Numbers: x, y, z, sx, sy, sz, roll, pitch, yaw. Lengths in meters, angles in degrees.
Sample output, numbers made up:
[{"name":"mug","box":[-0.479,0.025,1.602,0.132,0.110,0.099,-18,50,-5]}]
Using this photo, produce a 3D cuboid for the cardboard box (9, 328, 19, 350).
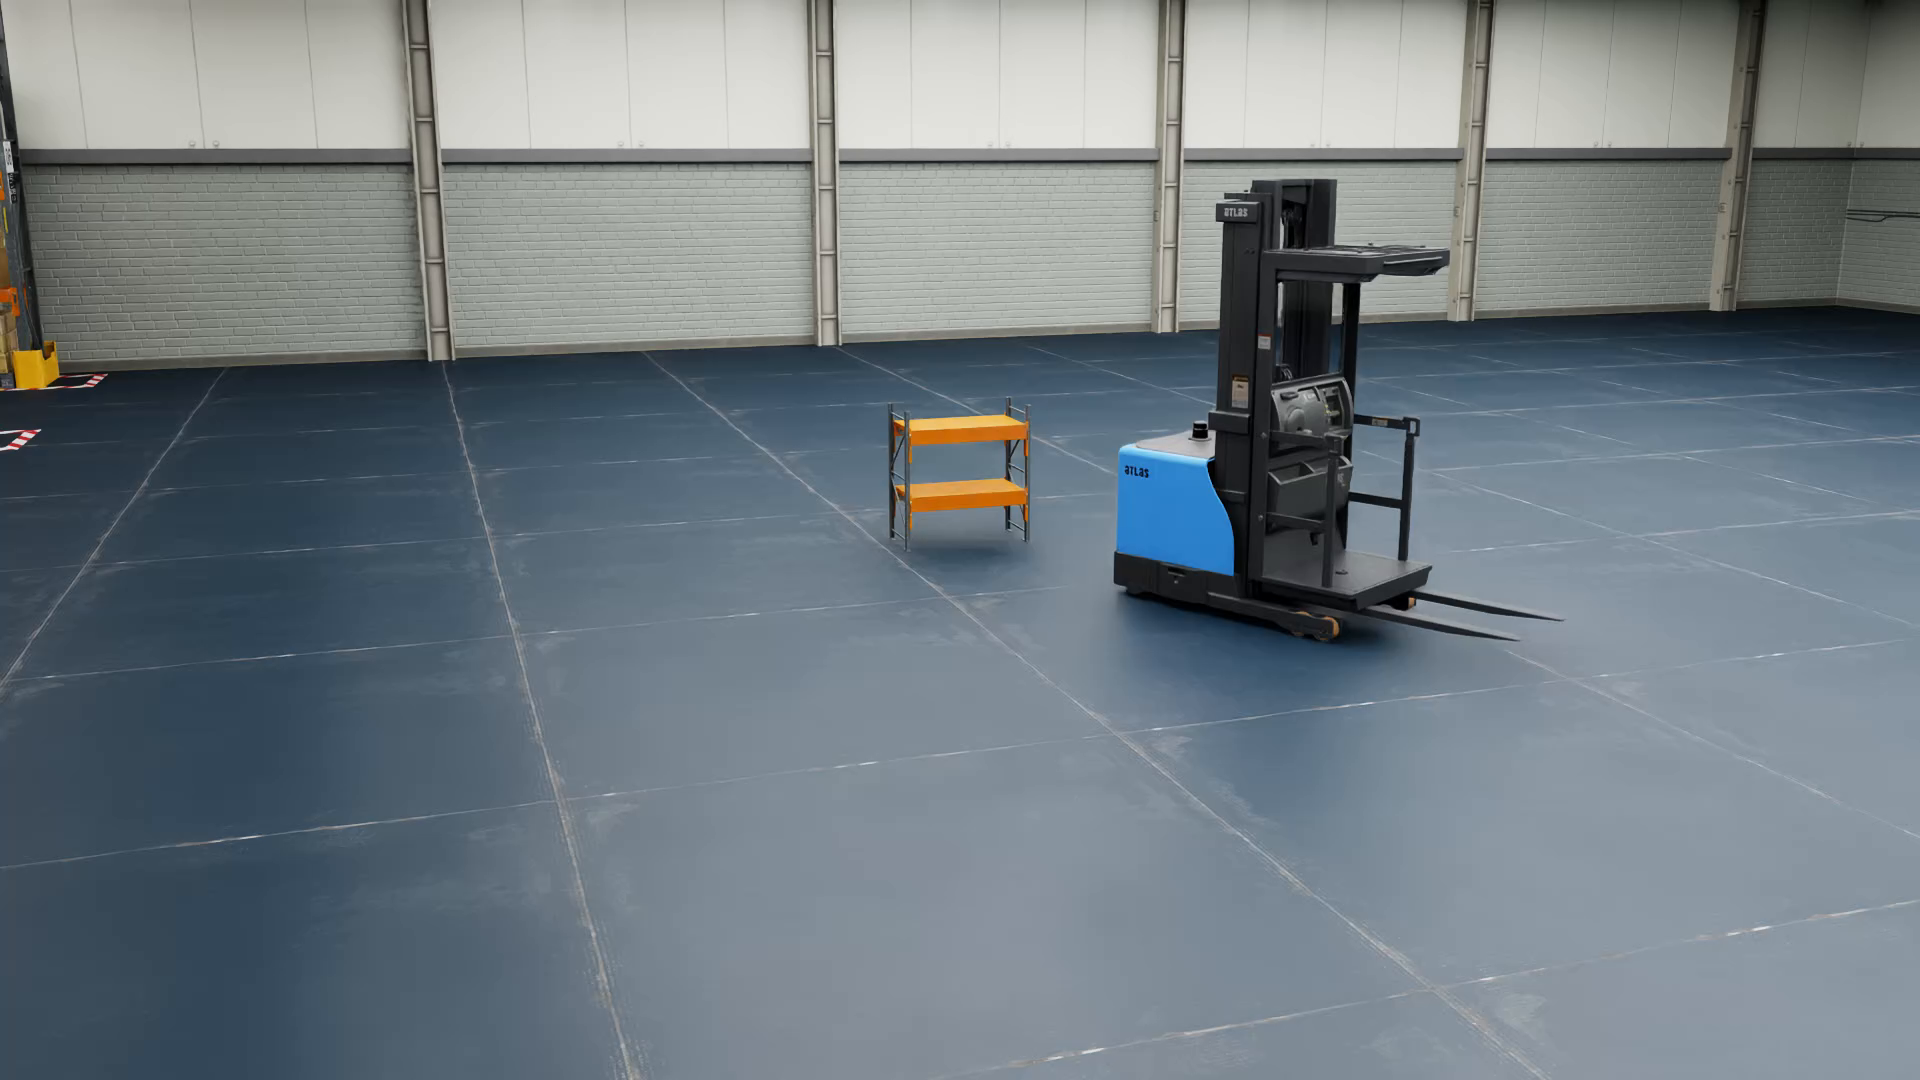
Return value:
[{"name":"cardboard box","box":[-13.081,-2.719,22.545,0.500,0.250,0.500,-4,14,-17]}]

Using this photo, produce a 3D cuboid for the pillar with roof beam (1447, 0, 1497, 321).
[{"name":"pillar with roof beam","box":[10.603,-7.490,25.686,0.400,9.000,9.100,-4,14,-18]}]

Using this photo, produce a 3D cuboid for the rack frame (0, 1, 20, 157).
[{"name":"rack frame","box":[-12.569,-6.517,21.593,0.127,3.000,1.000,-4,14,-18]}]

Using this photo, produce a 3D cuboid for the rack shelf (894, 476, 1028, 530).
[{"name":"rack shelf","box":[-0.006,-0.309,13.567,1.000,0.278,0.538,-4,14,-18]}]

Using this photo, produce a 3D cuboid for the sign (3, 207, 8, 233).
[{"name":"sign","box":[-12.409,-4.157,21.622,0.005,0.325,0.100,-4,14,-18]}]

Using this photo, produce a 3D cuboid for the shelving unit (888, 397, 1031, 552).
[{"name":"shelving unit","box":[-0.006,-0.547,13.511,1.048,1.125,0.538,-4,14,-18]}]

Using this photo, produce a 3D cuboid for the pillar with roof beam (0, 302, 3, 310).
[{"name":"pillar with roof beam","box":[-12.143,-5.719,18.239,0.400,9.000,9.100,-4,14,-18]}]

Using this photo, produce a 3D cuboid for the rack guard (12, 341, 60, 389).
[{"name":"rack guard","box":[-12.546,-2.384,22.584,0.348,0.500,1.175,-4,14,-18]}]

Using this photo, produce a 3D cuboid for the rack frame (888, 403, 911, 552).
[{"name":"rack frame","box":[-0.488,-0.509,13.353,0.032,1.125,0.500,-4,14,-18]}]

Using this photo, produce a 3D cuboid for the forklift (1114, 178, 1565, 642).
[{"name":"forklift","box":[2.528,-0.895,11.072,3.031,2.935,1.130,12,18,42]}]

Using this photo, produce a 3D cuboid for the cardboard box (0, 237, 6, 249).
[{"name":"cardboard box","box":[-12.973,-3.994,22.335,0.250,0.149,0.380,-5,14,-20]}]

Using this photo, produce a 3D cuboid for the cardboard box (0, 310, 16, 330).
[{"name":"cardboard box","box":[-13.085,-2.957,22.467,0.500,0.250,0.500,-5,14,-19]}]

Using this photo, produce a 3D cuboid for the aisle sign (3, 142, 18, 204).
[{"name":"aisle sign","box":[-12.413,-4.803,21.736,0.004,0.787,0.394,-4,14,-18]}]

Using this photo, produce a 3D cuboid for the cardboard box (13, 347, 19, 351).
[{"name":"cardboard box","box":[-13.097,-2.471,22.585,0.500,0.250,0.500,-4,14,-18]}]

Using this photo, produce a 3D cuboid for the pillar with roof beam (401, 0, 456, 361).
[{"name":"pillar with roof beam","box":[-6.457,-6.162,20.101,0.400,9.000,9.100,-4,14,-18]}]

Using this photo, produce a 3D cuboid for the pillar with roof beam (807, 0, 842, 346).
[{"name":"pillar with roof beam","box":[-0.770,-6.604,21.962,0.400,9.000,9.100,-4,14,-18]}]

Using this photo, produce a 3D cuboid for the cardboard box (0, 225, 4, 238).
[{"name":"cardboard box","box":[-12.955,-4.129,22.259,0.250,0.149,0.380,-5,14,-19]}]

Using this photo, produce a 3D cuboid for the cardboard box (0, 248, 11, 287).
[{"name":"cardboard box","box":[-13.127,-3.671,22.378,0.500,0.500,0.500,-4,14,-16]}]

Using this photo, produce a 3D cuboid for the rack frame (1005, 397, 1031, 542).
[{"name":"rack frame","box":[0.475,-0.584,13.668,0.032,1.125,0.500,-4,14,-18]}]

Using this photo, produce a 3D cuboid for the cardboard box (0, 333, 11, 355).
[{"name":"cardboard box","box":[-12.930,-2.603,22.060,0.500,0.250,0.500,-5,14,-19]}]

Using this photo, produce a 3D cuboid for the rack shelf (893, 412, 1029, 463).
[{"name":"rack shelf","box":[-0.006,-0.831,13.443,1.000,0.278,0.538,-4,14,-18]}]

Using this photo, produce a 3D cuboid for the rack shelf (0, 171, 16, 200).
[{"name":"rack shelf","box":[-14.464,-4.560,21.403,4.000,0.370,1.077,-4,14,-18]}]

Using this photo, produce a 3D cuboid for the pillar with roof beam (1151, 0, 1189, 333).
[{"name":"pillar with roof beam","box":[4.917,-7.047,23.824,0.400,9.000,9.100,-4,14,-18]}]

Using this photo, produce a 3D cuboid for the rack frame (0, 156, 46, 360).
[{"name":"rack frame","box":[-12.569,-3.598,22.288,0.127,3.000,1.000,-4,14,-18]}]

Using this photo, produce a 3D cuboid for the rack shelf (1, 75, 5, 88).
[{"name":"rack shelf","box":[-14.464,-5.825,21.102,4.000,0.370,1.077,-4,14,-18]}]

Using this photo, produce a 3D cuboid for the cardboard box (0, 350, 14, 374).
[{"name":"cardboard box","box":[-12.913,-2.361,22.120,0.500,0.250,0.500,-4,14,-18]}]

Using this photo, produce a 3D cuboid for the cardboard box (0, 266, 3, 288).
[{"name":"cardboard box","box":[-12.952,-3.553,21.881,0.500,0.500,0.500,-5,14,-19]}]

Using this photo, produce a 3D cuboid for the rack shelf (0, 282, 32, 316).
[{"name":"rack shelf","box":[-14.464,-3.101,21.750,4.000,0.370,1.077,-4,14,-18]}]

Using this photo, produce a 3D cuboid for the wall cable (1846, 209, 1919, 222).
[{"name":"wall cable","box":[18.131,-7.294,31.571,0.112,2.526,3.097,-4,14,-18]}]

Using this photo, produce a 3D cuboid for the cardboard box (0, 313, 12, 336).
[{"name":"cardboard box","box":[-12.906,-2.849,22.011,0.500,0.250,0.500,-4,14,-16]}]

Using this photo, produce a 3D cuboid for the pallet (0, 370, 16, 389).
[{"name":"pallet","box":[-13.280,-2.176,22.334,1.213,0.211,1.003,-4,14,-18]}]

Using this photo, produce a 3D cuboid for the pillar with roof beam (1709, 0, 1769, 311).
[{"name":"pillar with roof beam","box":[16.290,-7.933,27.547,0.400,9.000,9.100,-4,14,-18]}]
